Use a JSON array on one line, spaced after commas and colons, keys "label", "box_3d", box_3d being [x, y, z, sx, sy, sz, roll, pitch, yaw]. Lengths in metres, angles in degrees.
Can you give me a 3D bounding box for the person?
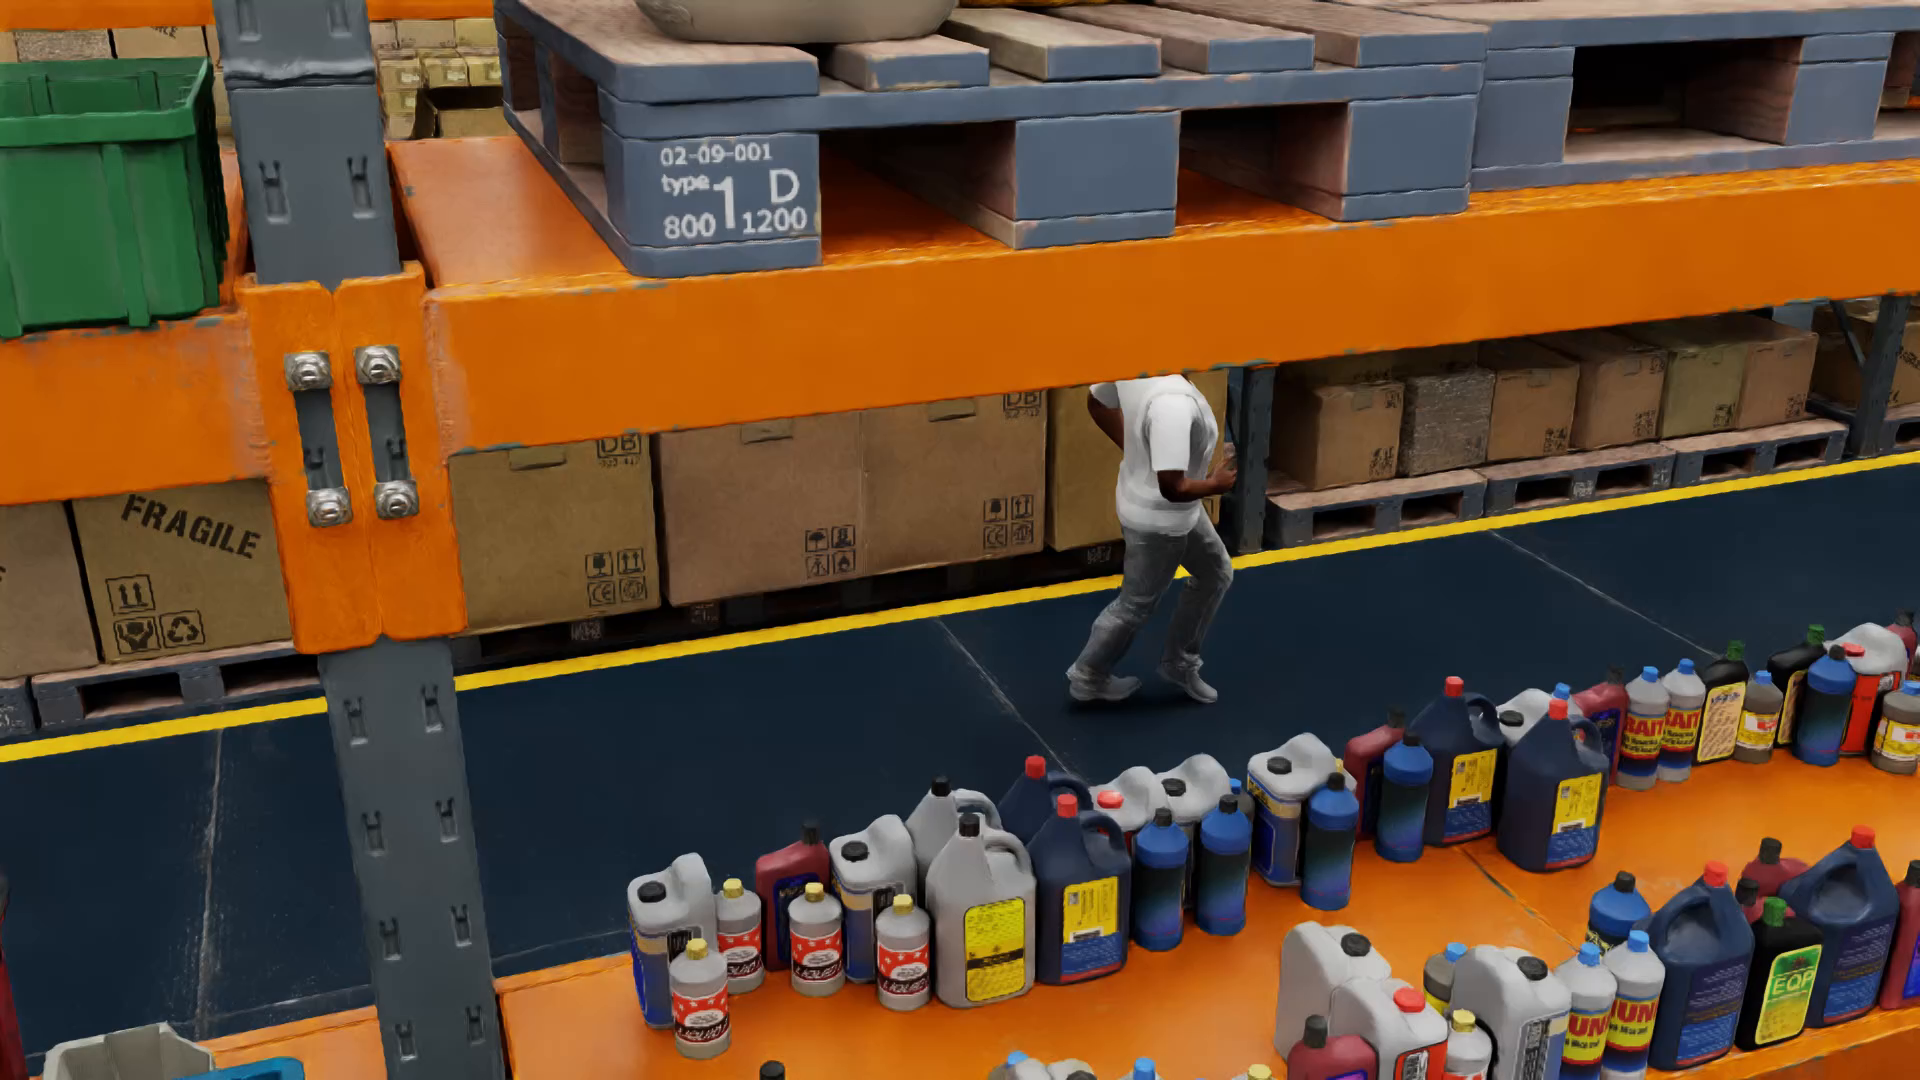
[{"label": "person", "box_3d": [0.745, -0.072, 6.238, 0.646, 1.780, 0.695, 1, 22, 2]}]
